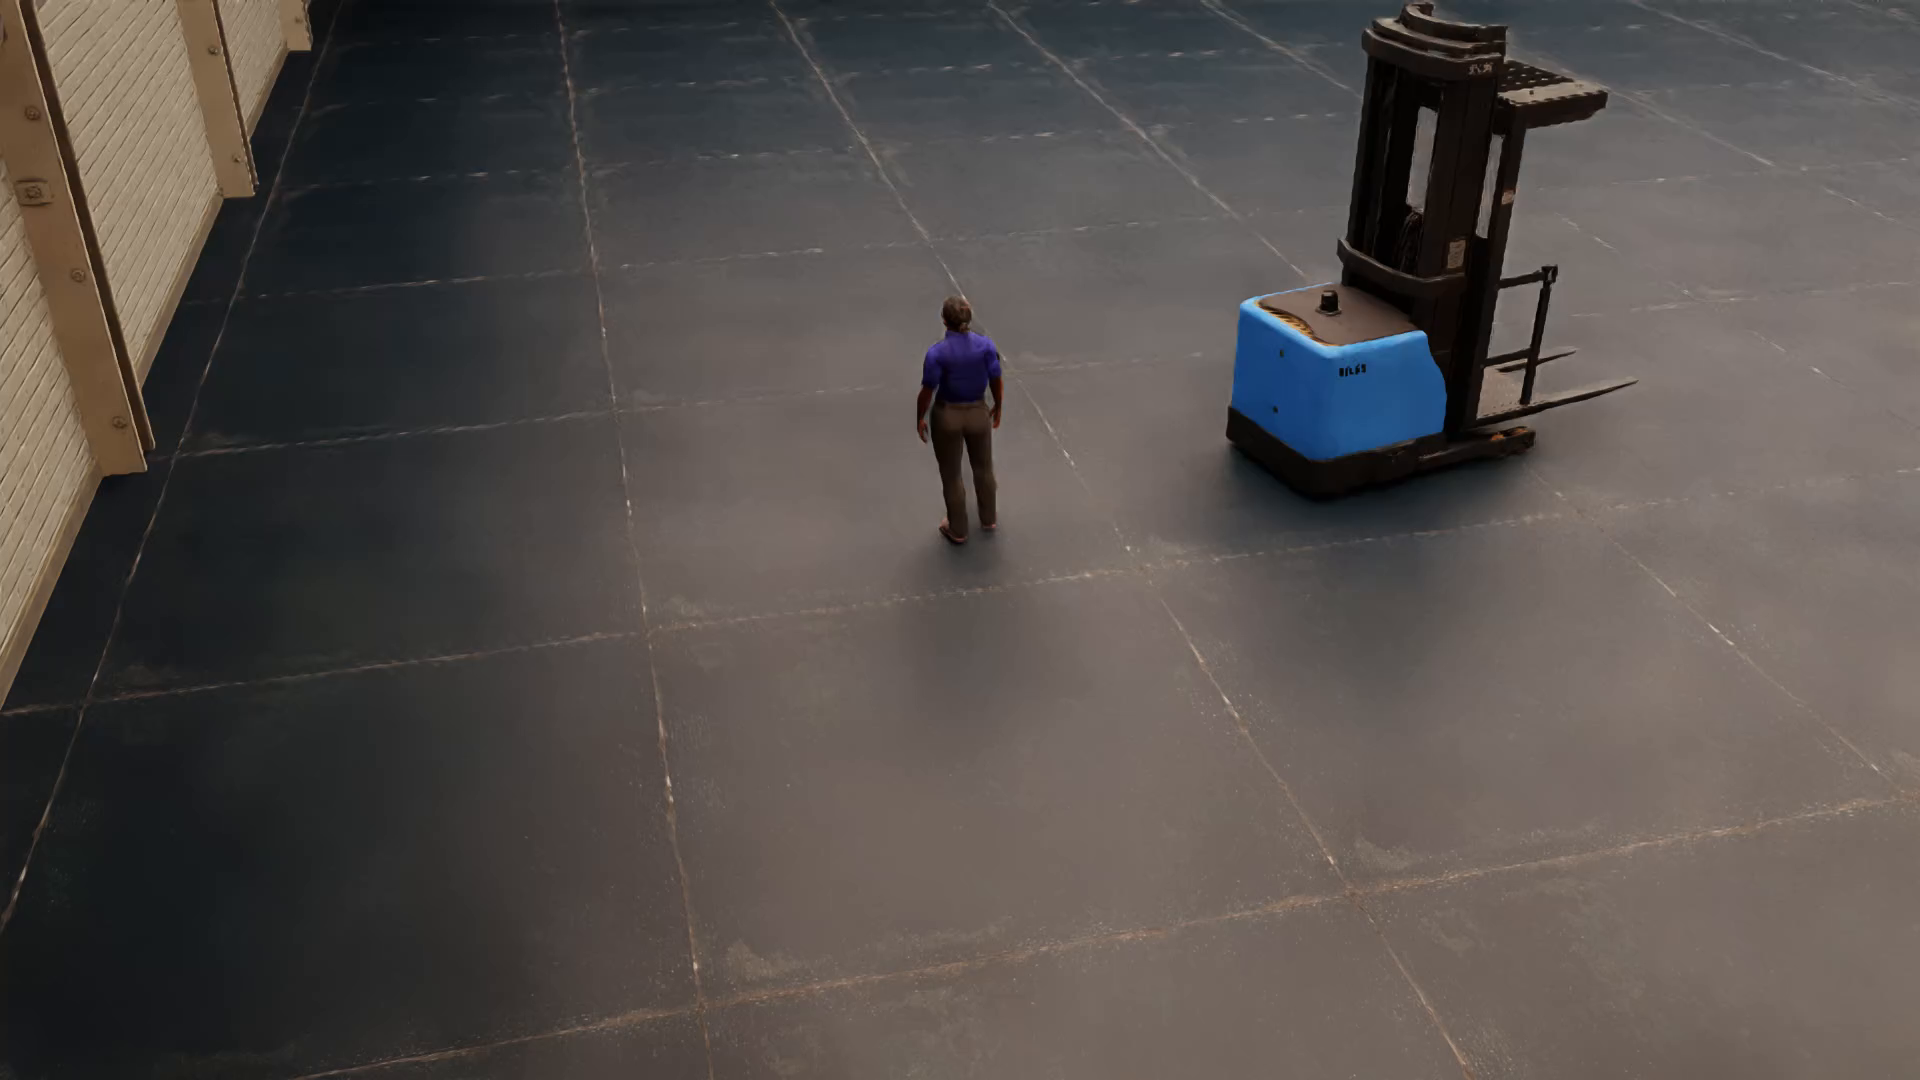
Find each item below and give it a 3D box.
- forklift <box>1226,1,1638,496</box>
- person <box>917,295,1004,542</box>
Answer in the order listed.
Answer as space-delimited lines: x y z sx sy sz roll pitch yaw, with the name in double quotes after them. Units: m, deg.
3.417 -2.057 11.129 3.031 2.935 1.130 -14 33 -22 "forklift"
-0.002 -0.767 10.160 0.570 1.654 0.503 -7 31 -12 "person"
